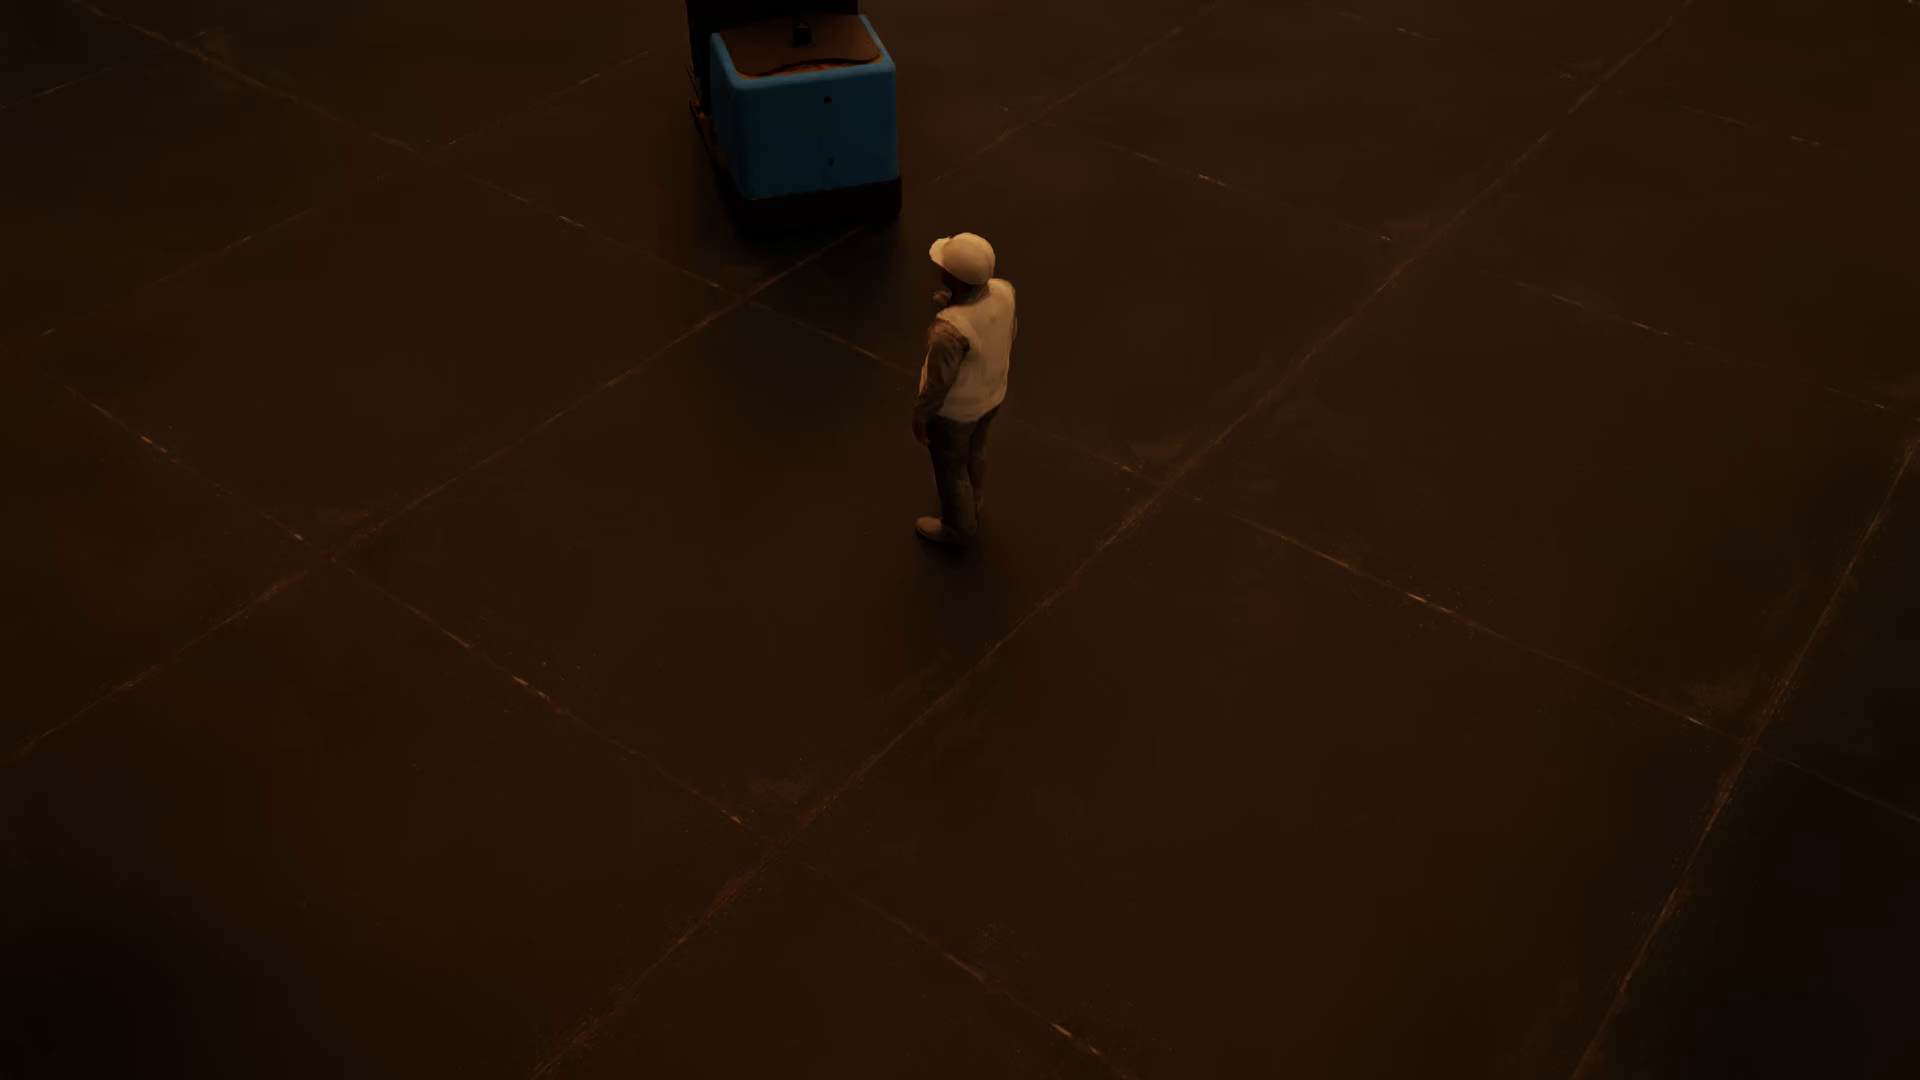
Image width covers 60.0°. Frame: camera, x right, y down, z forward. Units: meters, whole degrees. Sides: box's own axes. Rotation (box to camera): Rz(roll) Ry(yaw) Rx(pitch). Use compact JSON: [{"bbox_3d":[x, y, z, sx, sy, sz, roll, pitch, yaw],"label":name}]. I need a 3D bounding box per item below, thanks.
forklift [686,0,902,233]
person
[{"bbox_3d":[-1.283,-4.017,10.786,1.130,2.935,3.031,-11,42,-12],"label":"forklift"},{"bbox_3d":[-0.045,-0.707,7.789,0.567,1.768,0.632,26,47,28],"label":"person"}]
